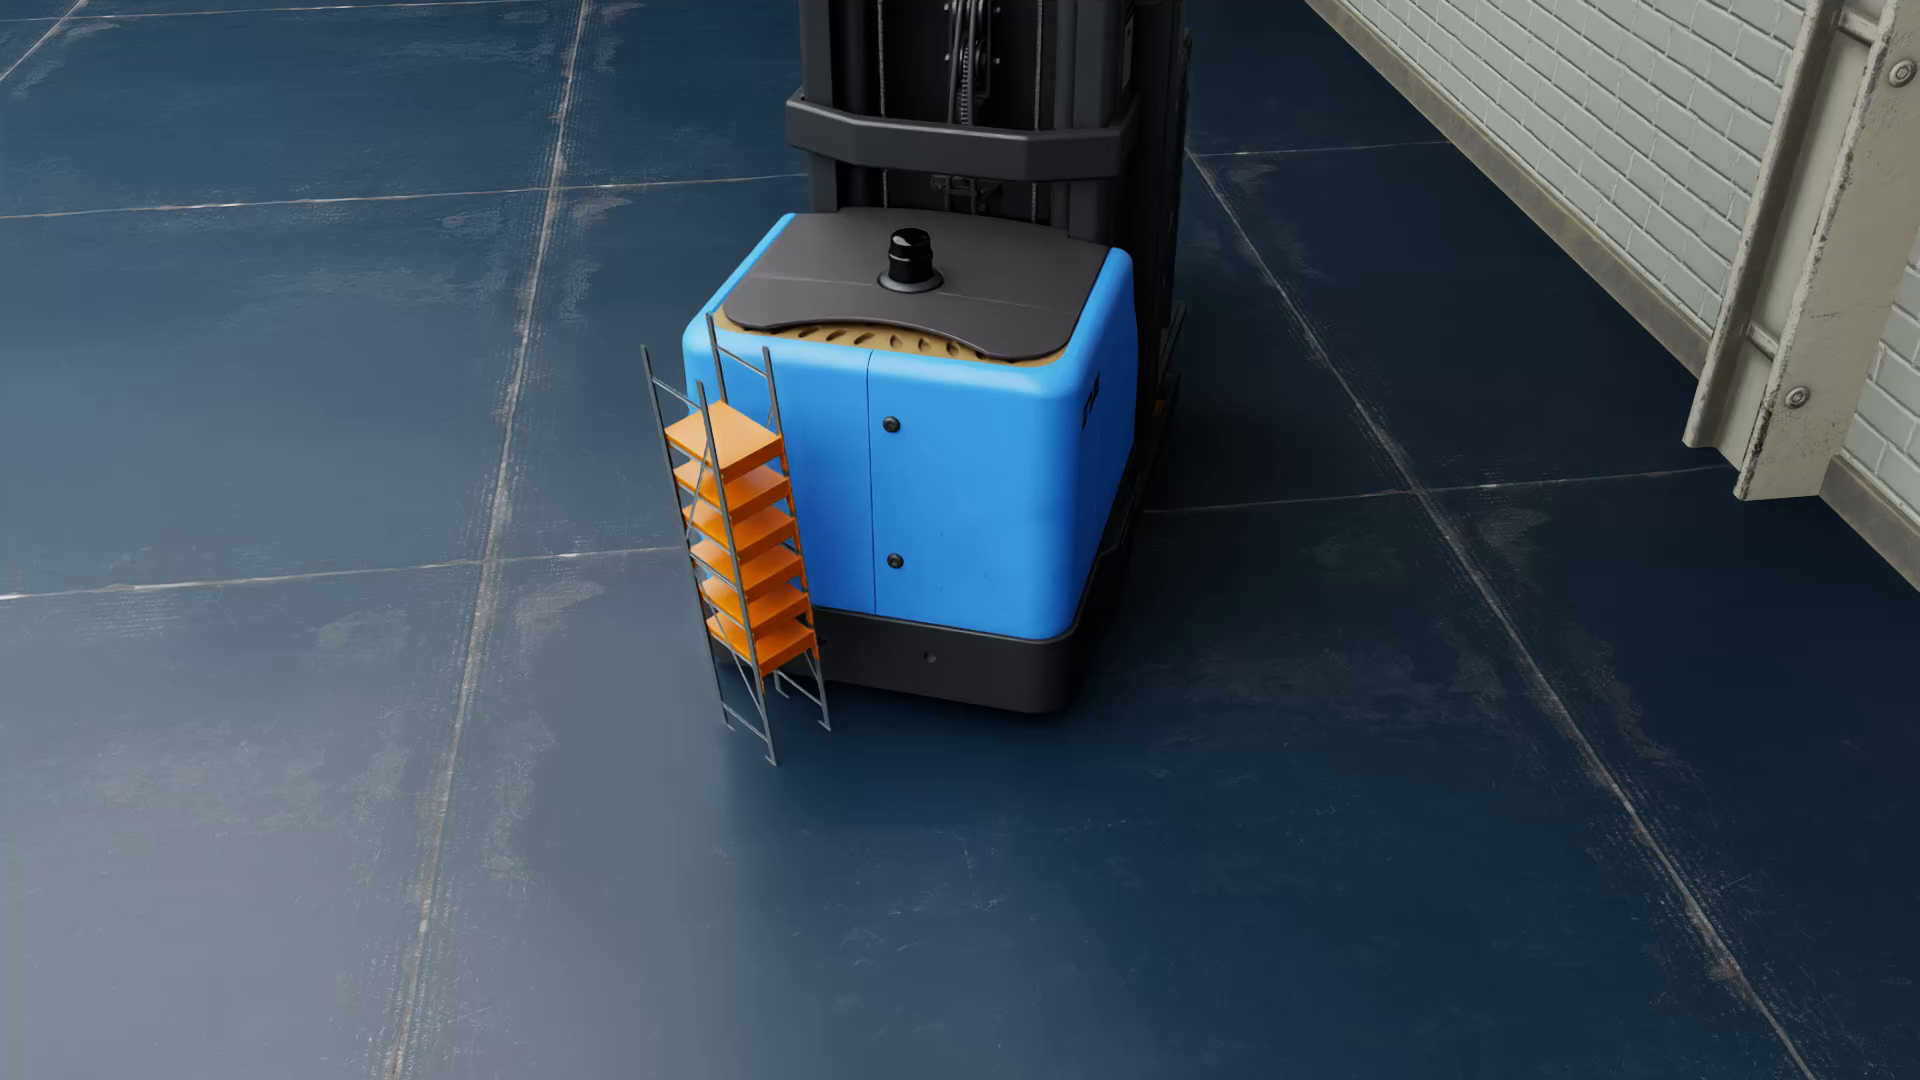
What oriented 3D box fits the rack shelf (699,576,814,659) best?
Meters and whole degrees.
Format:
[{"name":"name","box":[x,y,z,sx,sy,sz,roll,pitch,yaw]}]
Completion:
[{"name":"rack shelf","box":[-0.524,0.163,4.223,0.180,0.103,0.258,-32,45,-30]}]

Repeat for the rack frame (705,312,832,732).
[{"name":"rack frame","box":[-0.469,-0.008,4.168,0.006,1.200,0.240,-32,45,-30]}]

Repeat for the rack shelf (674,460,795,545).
[{"name":"rack shelf","box":[-0.550,-0.120,4.002,0.180,0.103,0.258,-32,45,-30]}]

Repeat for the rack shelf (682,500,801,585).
[{"name":"rack shelf","box":[-0.541,-0.025,4.076,0.180,0.103,0.258,-32,45,-30]}]

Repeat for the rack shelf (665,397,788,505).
[{"name":"rack shelf","box":[-0.558,-0.214,3.929,0.180,0.103,0.258,-32,45,-30]}]

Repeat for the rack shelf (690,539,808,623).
[{"name":"rack shelf","box":[-0.533,0.069,4.150,0.180,0.103,0.258,-32,45,-30]}]

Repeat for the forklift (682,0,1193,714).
[{"name":"forklift","box":[0.154,-1.573,4.956,1.130,2.935,3.031,8,35,12]}]

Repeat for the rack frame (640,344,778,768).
[{"name":"rack frame","box":[-0.603,0.076,4.077,0.006,1.200,0.240,-32,45,-30]}]

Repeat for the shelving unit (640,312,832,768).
[{"name":"shelving unit","box":[-0.536,0.034,4.122,0.189,1.200,0.258,-32,45,-30]}]

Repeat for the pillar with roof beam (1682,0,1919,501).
[{"name":"pillar with roof beam","box":[-1.587,-3.643,2.605,9.100,9.000,0.400,-4,35,-6]}]

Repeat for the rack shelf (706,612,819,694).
[{"name":"rack shelf","box":[-0.516,0.258,4.297,0.180,0.103,0.258,-32,45,-30]}]
